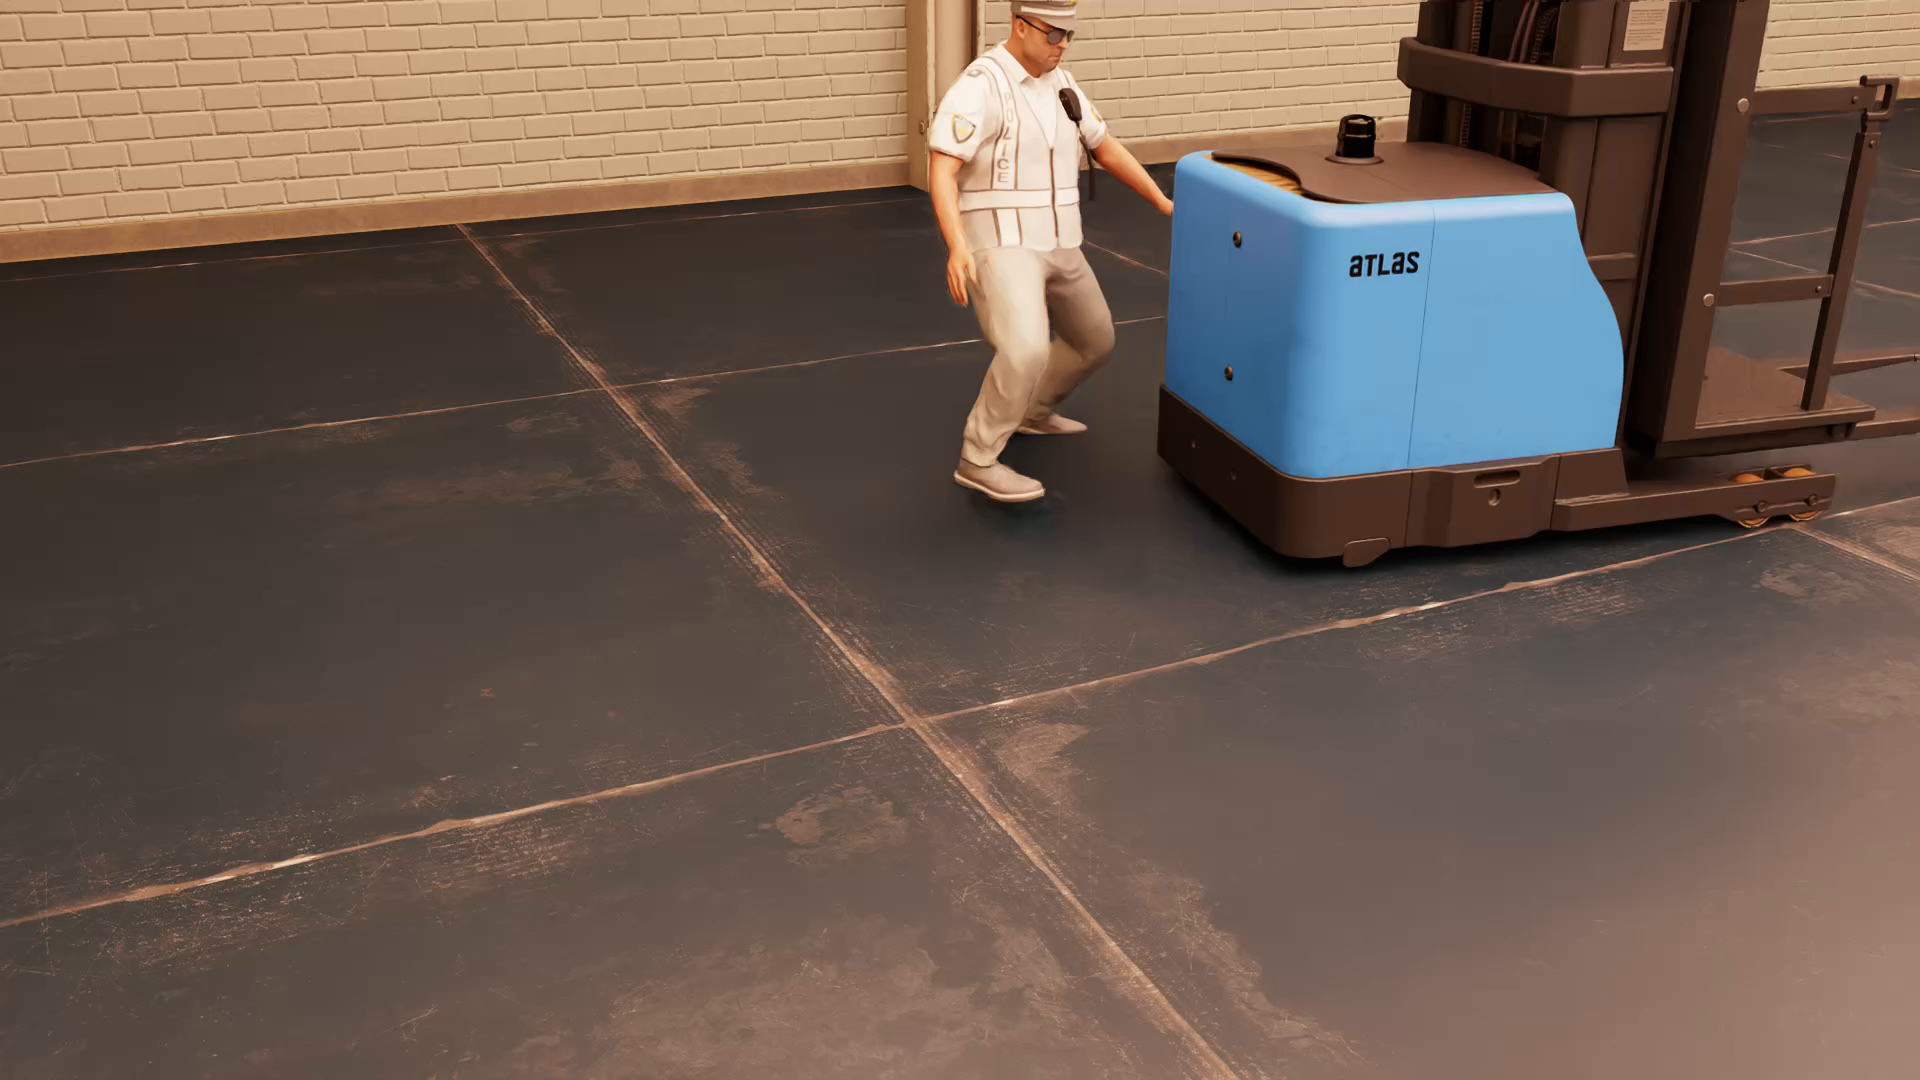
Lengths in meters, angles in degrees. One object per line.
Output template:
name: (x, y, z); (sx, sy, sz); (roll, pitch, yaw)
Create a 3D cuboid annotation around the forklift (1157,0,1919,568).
forklift: (2.242, -1.579, 5.087); (3.031, 2.935, 1.130); (-6, 23, -15)

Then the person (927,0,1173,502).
person: (0.266, -0.980, 5.430); (0.971, 1.628, 0.727); (-19, 29, -39)
